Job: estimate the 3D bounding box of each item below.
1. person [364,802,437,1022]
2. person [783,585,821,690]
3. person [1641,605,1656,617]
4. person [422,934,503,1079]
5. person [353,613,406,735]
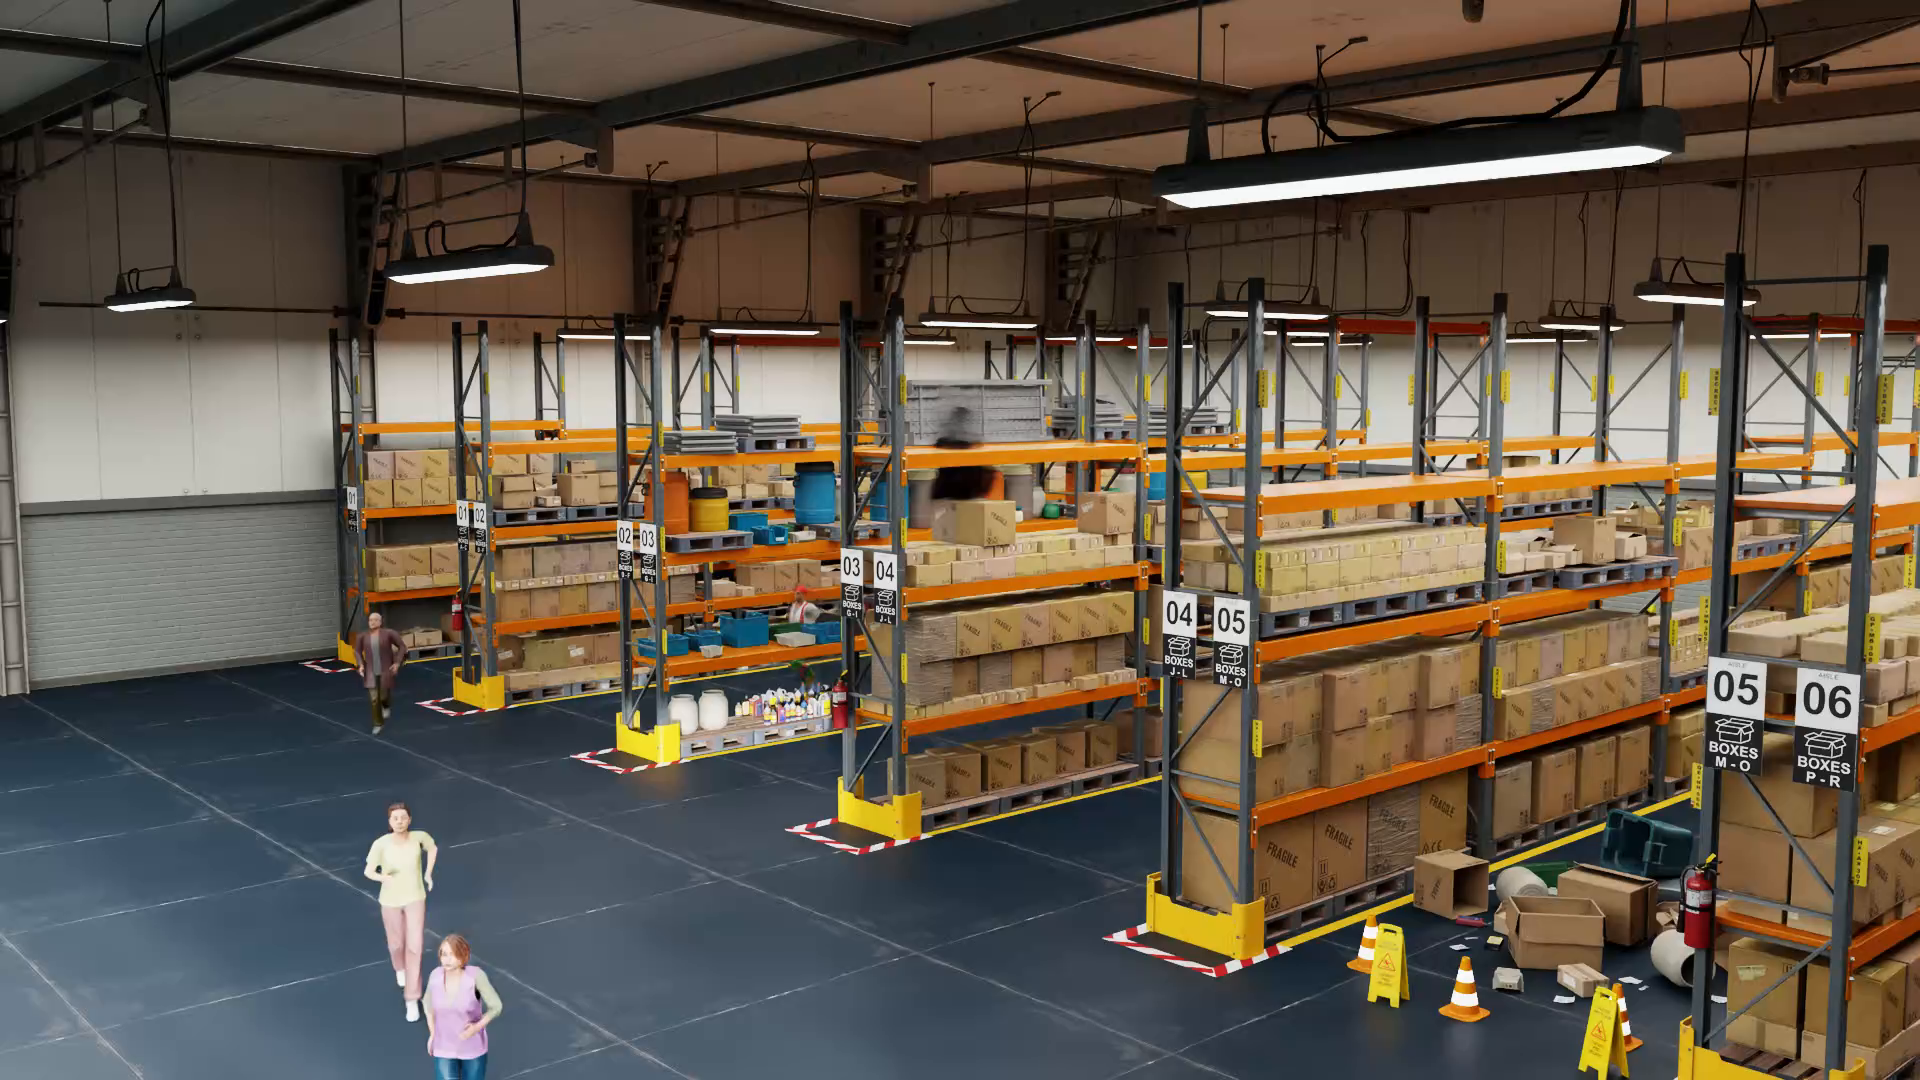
[{"bbox_3d":[-4.558,2.970,13.592,0.574,1.674,0.950,-2,6,-19],"label":"person"},{"bbox_3d":[-2.634,1.609,27.072,0.615,1.745,0.644,-6,8,-45],"label":"person"},{"bbox_3d":[10.143,1.827,24.591,0.950,1.768,0.702,-5,8,-42],"label":"person"},{"bbox_3d":[-3.222,3.315,10.771,0.528,1.604,0.802,-1,6,-7],"label":"person"},{"bbox_3d":[-8.438,1.919,24.208,0.732,1.761,0.707,-1,6,-8],"label":"person"}]
